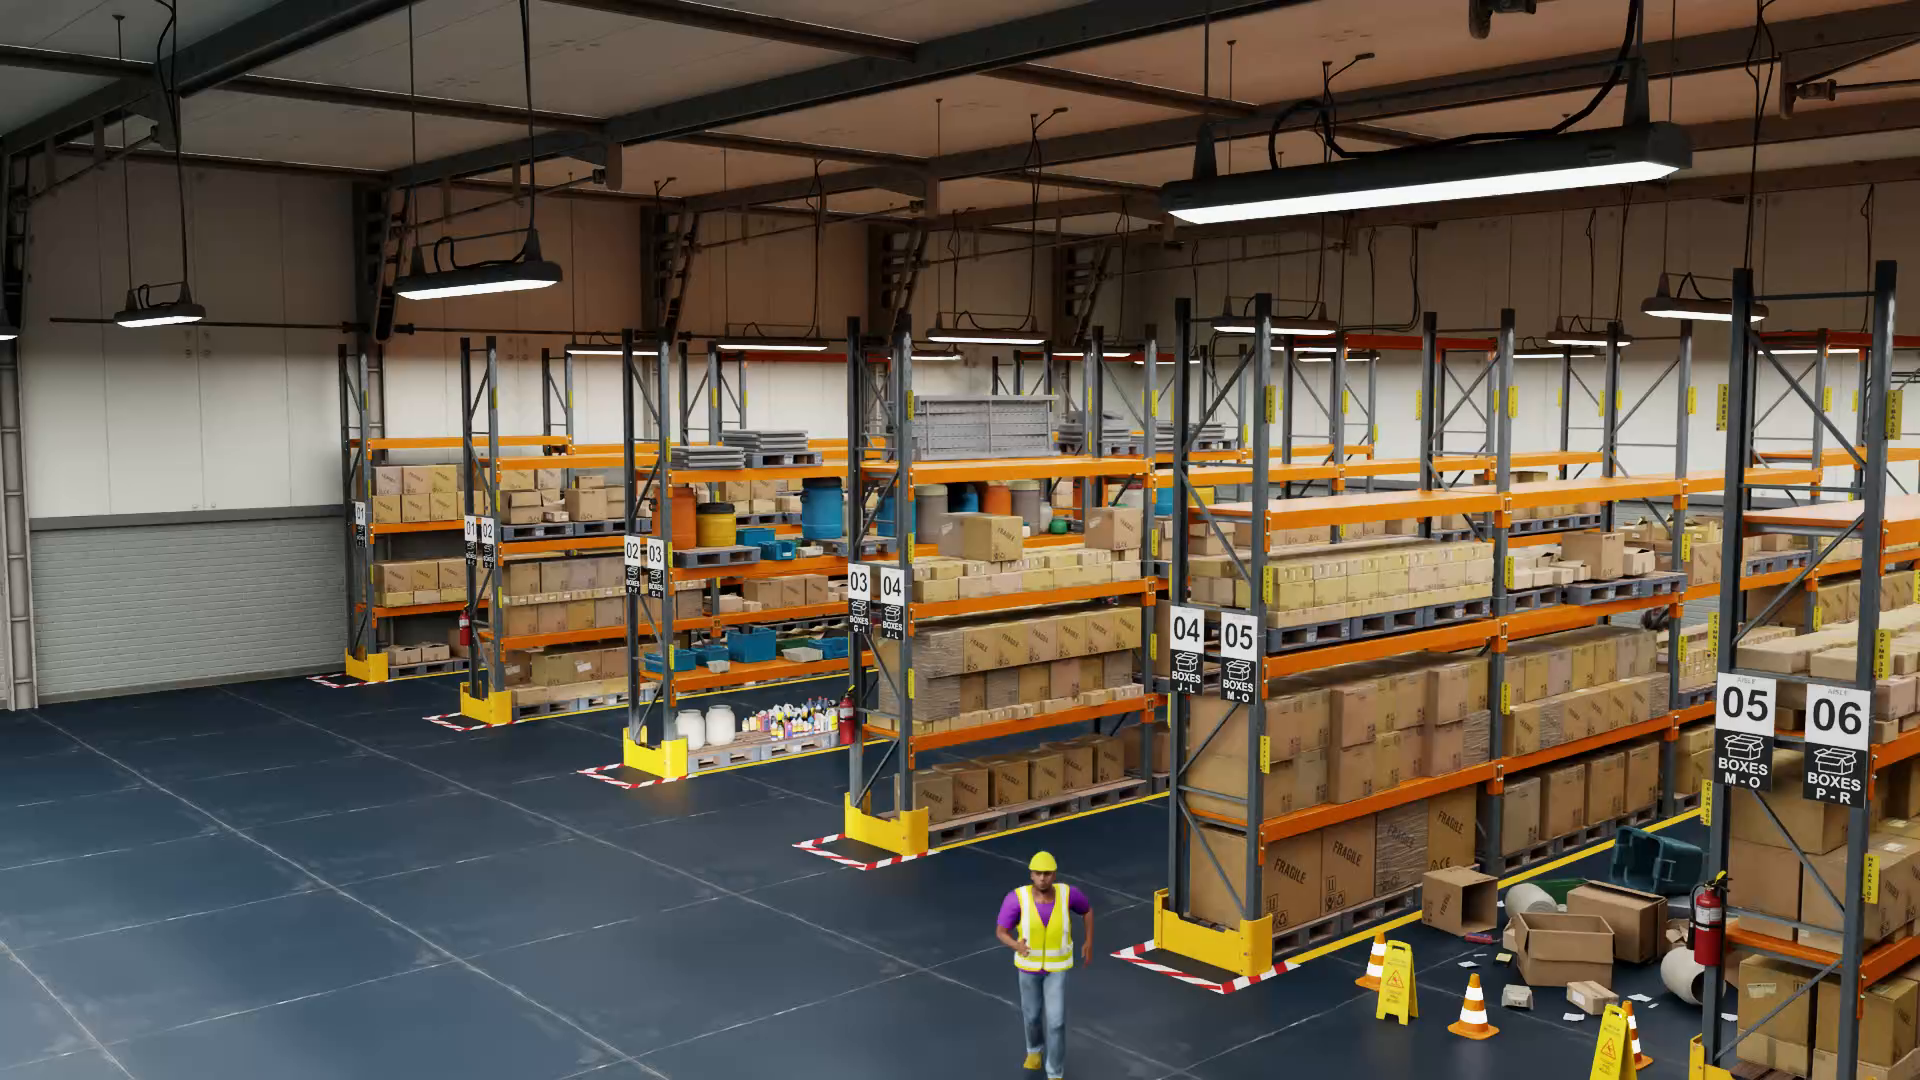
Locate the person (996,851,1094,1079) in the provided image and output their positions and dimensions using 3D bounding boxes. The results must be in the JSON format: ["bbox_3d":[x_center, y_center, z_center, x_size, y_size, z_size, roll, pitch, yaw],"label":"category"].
[{"bbox_3d":[0.625,3.201,12.296,0.722,1.851,0.762,0,5,4],"label":"person"}]

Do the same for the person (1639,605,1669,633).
[{"bbox_3d":[11.679,1.808,27.828,0.667,1.748,0.843,3,6,31],"label":"person"}]
